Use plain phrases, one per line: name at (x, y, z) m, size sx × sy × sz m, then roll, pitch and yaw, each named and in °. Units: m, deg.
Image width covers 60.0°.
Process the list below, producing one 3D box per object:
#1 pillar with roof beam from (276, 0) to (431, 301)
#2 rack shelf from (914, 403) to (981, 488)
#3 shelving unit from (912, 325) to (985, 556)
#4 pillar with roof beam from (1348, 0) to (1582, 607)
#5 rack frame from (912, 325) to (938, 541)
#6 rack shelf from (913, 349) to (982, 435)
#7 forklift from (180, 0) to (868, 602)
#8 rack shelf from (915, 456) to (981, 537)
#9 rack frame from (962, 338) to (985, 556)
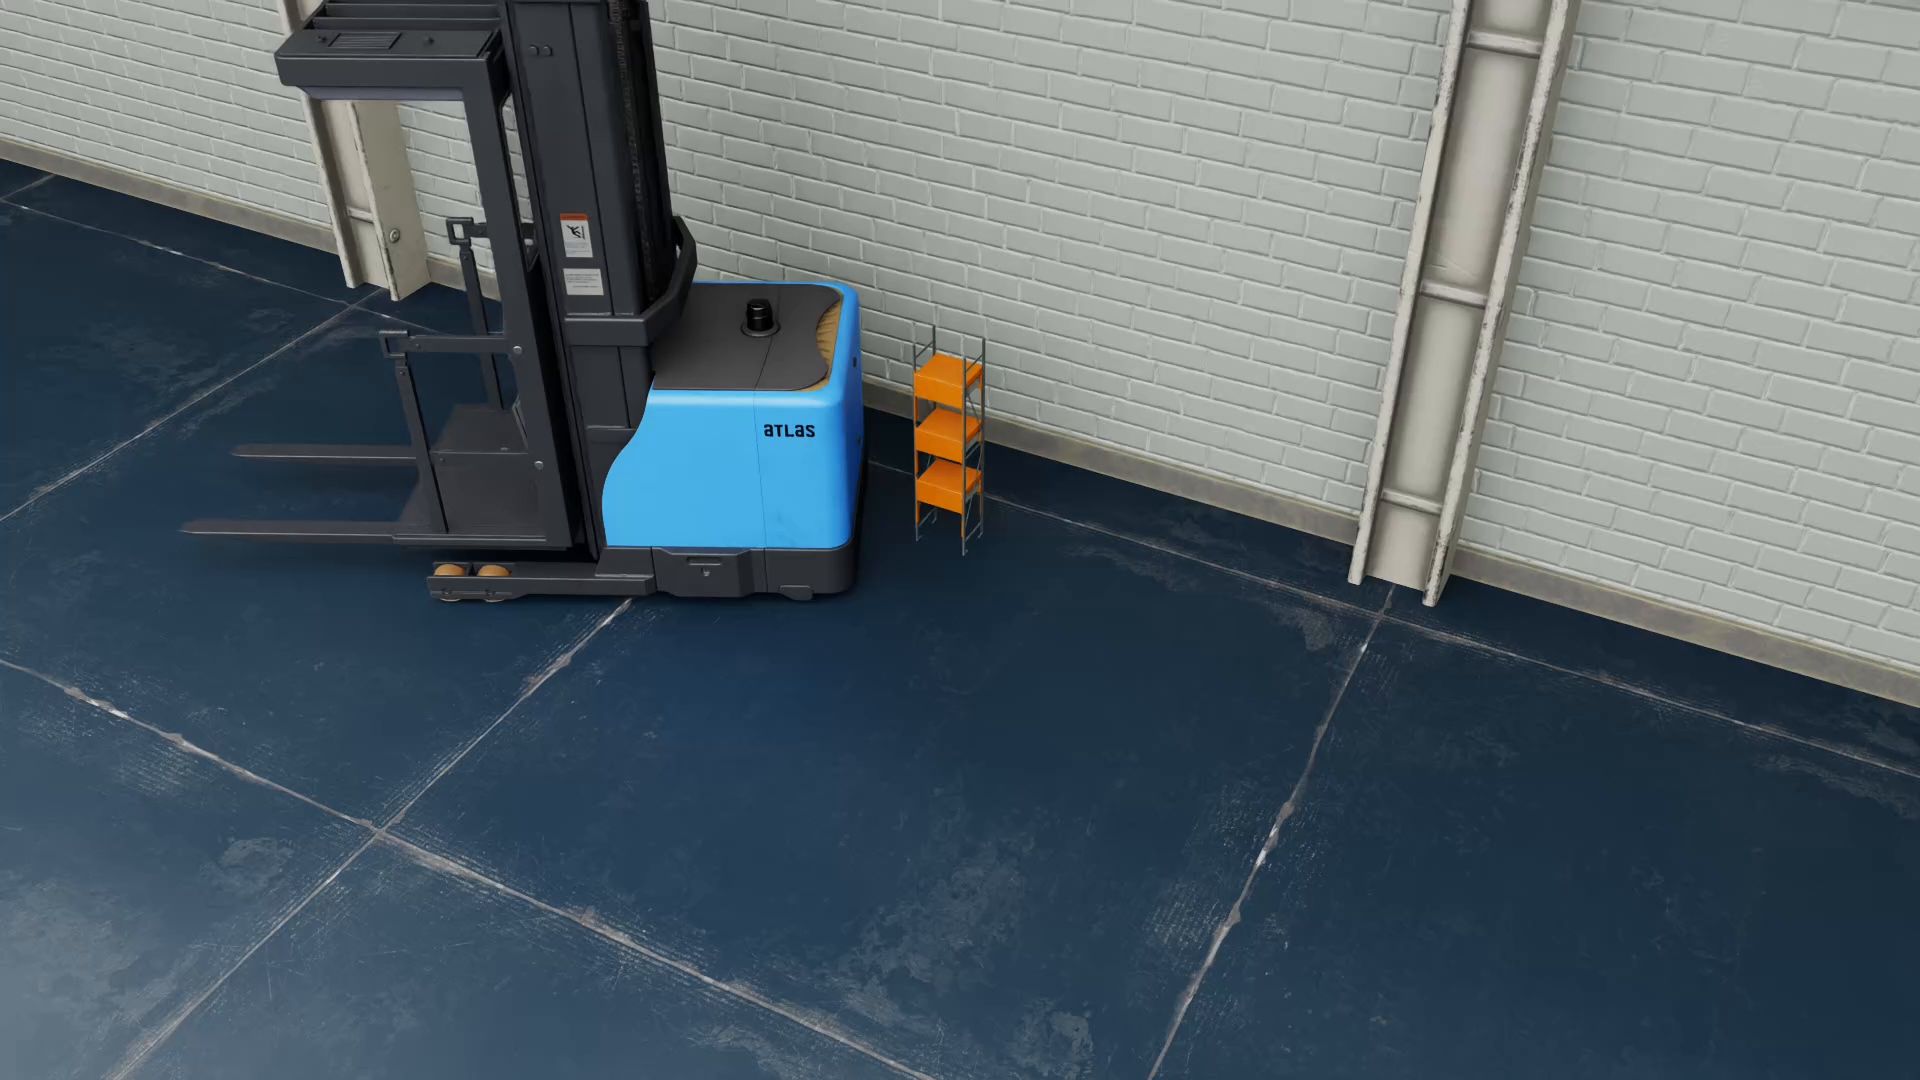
pillar with roof beam at (-5.313, -2.781, 3.971) m, size 0.400 × 9.000 × 9.100 m, roll 17°, pitch 41°, yaw 21°
rack shelf at (-0.048, -0.425, 7.459) m, size 0.240 × 0.259 × 0.215 m, roll 17°, pitch 41°, yaw 21°
shelving unit at (-0.048, -0.433, 7.452) m, size 0.252 × 1.050 × 0.215 m, roll 17°, pitch 41°, yaw 21°
pillar with roof beam at (0.015, -1.113, 1.773) m, size 0.400 × 9.000 × 9.100 m, roll 17°, pitch 41°, yaw 21°
rack frame at (-0.156, -0.467, 7.497) m, size 0.008 × 1.050 × 0.200 m, roll 17°, pitch 41°, yaw 21°
rack shelf at (-0.048, -0.651, 7.287) m, size 0.240 × 0.259 × 0.215 m, roll 17°, pitch 41°, yaw 21°
forklift at (-1.970, -1.211, 6.921) m, size 3.031 × 2.935 × 1.130 m, roll 1°, pitch 37°, yaw 1°
rack shelf at (-0.048, -0.203, 7.627) m, size 0.240 × 0.259 × 0.215 m, roll 17°, pitch 41°, yaw 21°
rack frame at (0.061, -0.399, 7.407) m, size 0.008 × 1.050 × 0.200 m, roll 17°, pitch 41°, yaw 21°
